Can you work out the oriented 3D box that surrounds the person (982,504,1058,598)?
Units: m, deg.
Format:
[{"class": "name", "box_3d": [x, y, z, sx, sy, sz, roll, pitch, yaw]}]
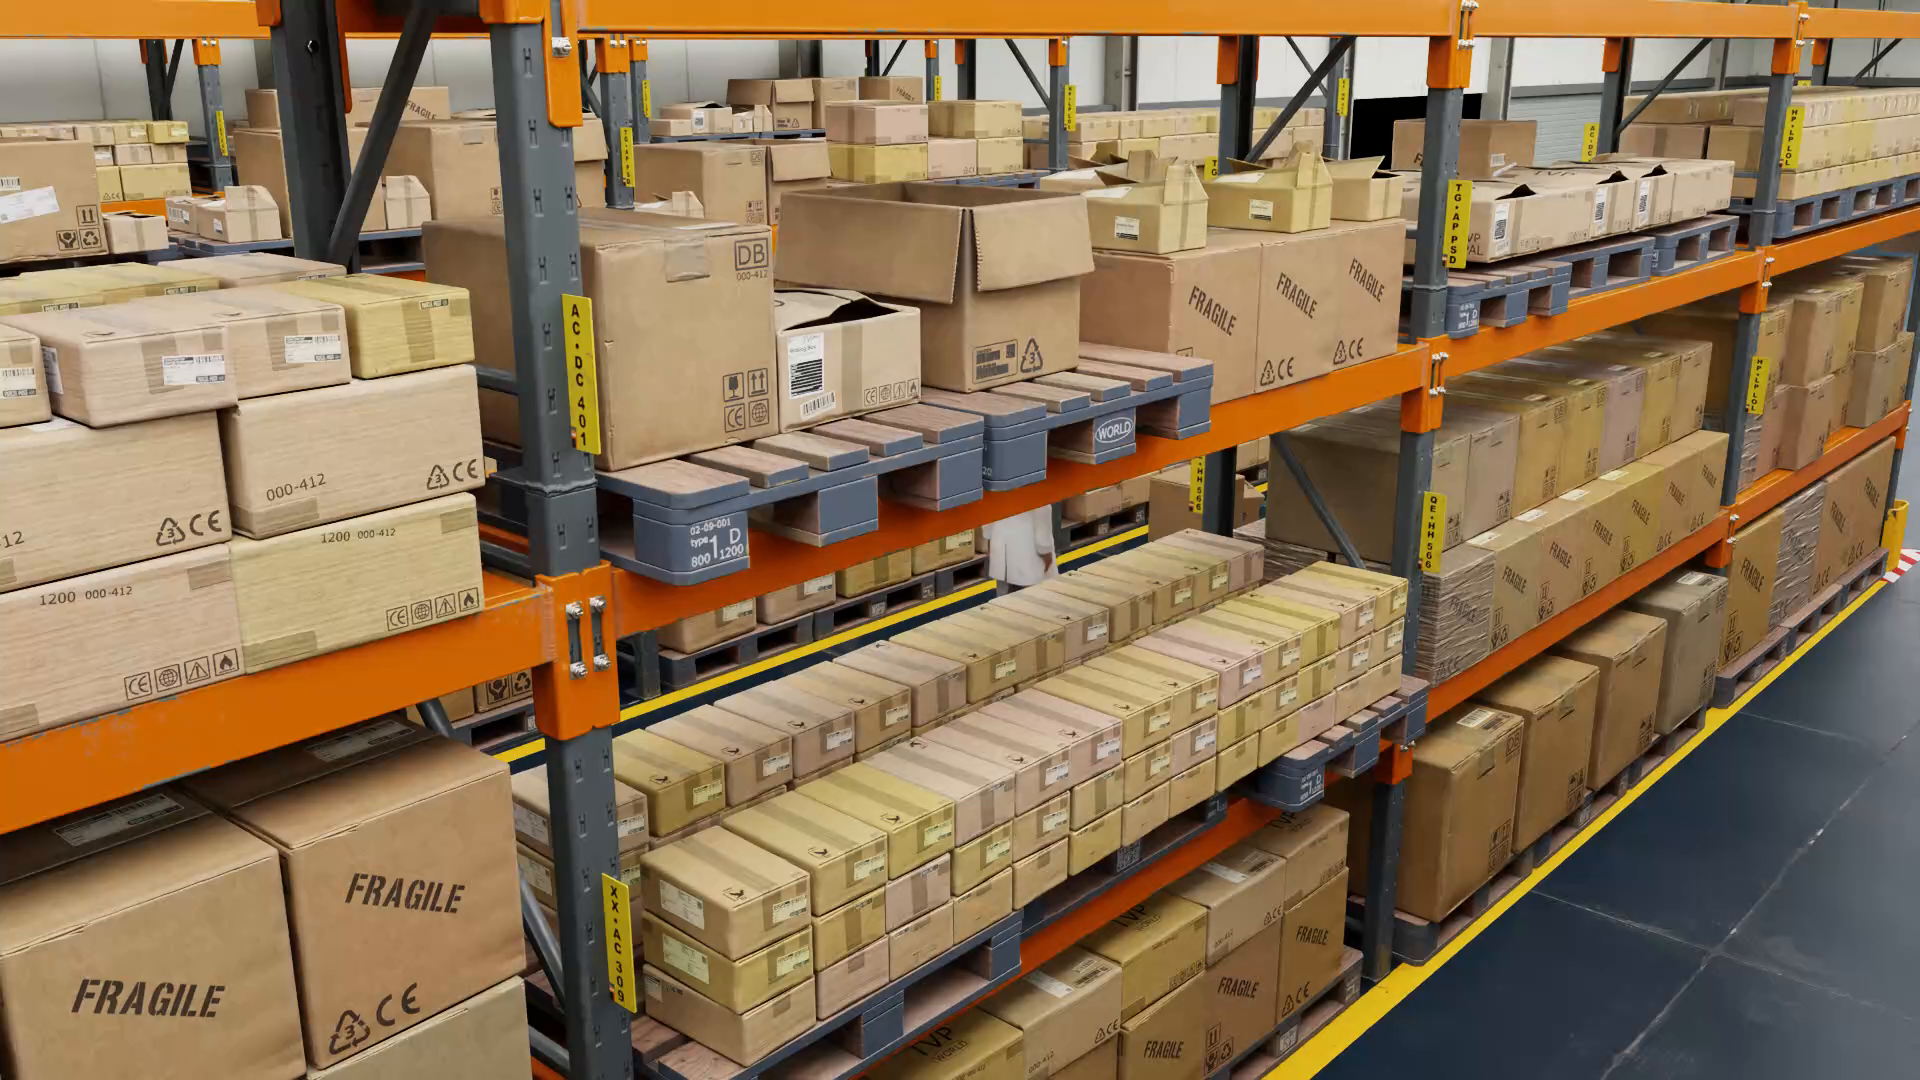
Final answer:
[{"class": "person", "box_3d": [0.403, 0.021, 10.454, 0.574, 1.784, 0.416, 15, 22, 40]}]
